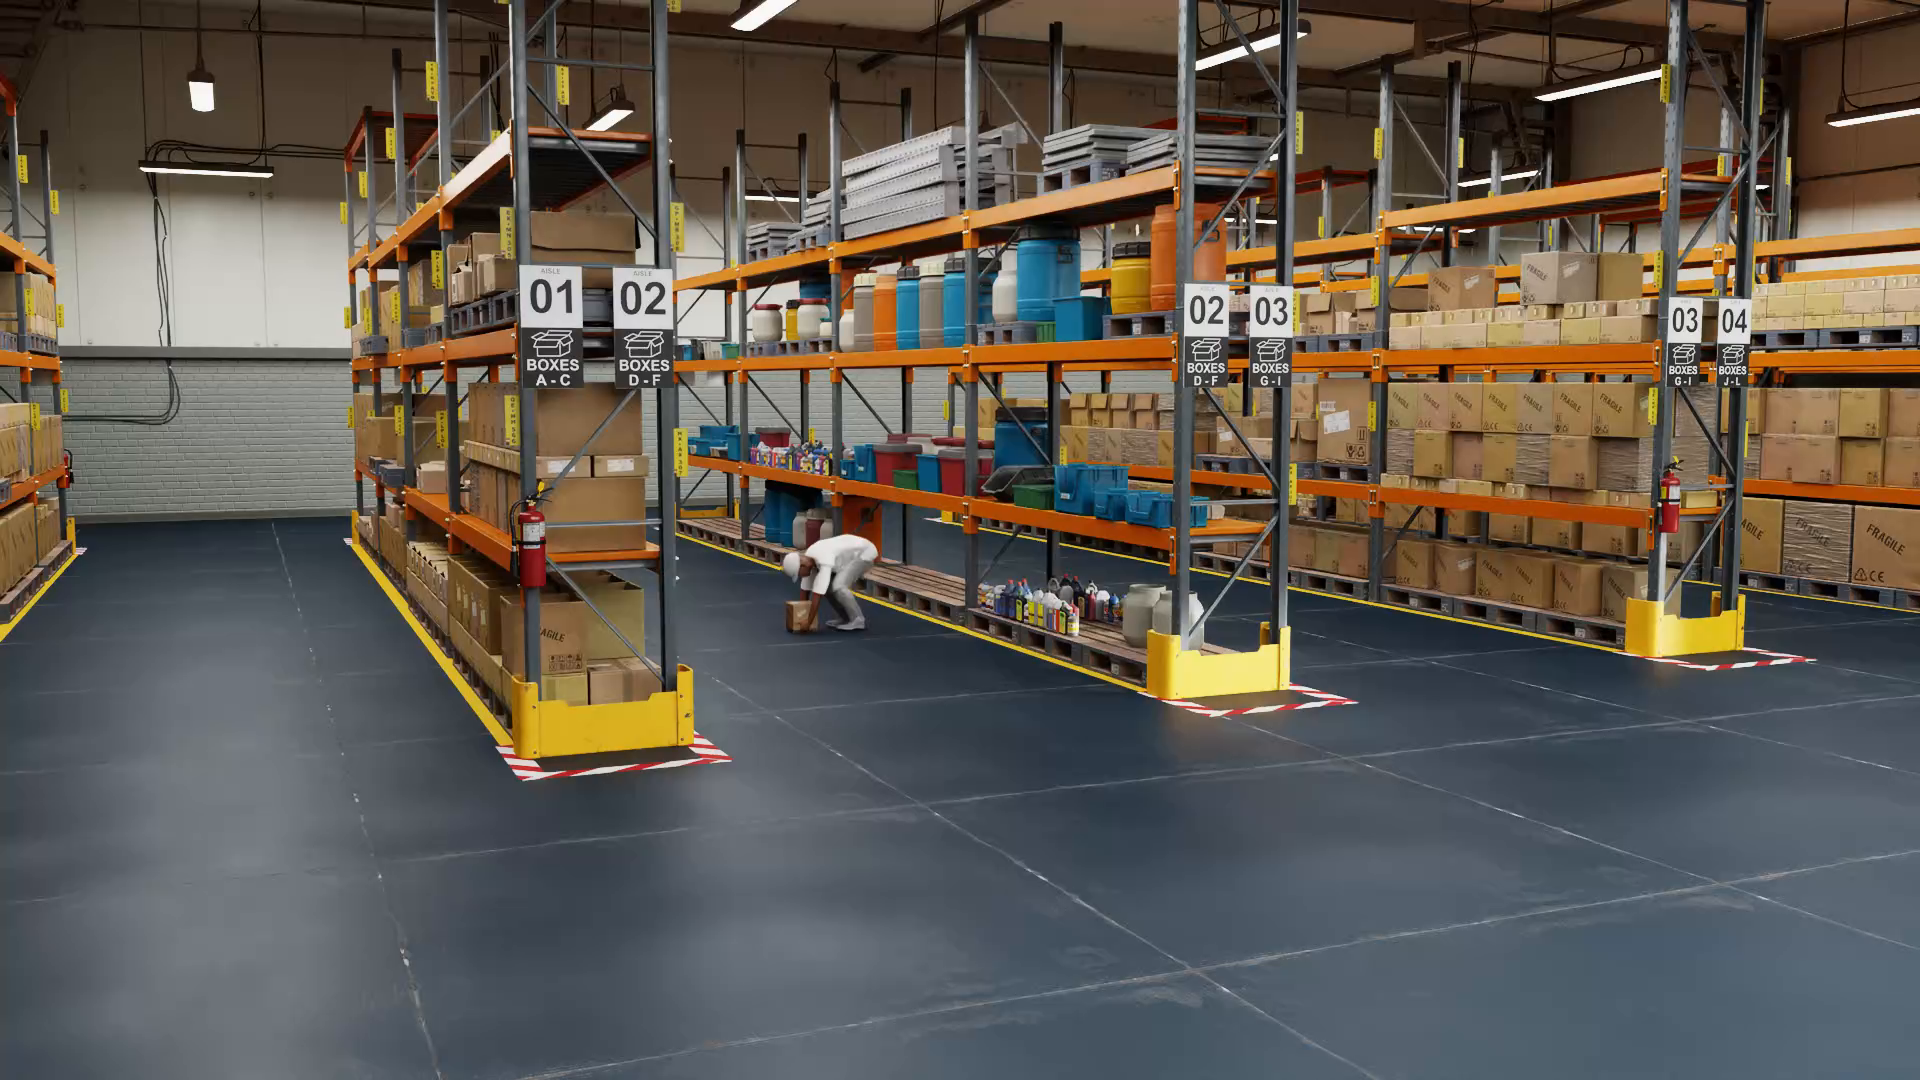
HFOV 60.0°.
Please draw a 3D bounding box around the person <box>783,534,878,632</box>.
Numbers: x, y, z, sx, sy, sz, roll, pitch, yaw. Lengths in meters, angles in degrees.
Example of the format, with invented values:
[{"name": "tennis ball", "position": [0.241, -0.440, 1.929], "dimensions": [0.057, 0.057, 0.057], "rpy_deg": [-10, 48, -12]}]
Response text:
[{"name": "person", "position": [-1.294, 0.424, 16.529], "dimensions": [0.974, 0.939, 0.507], "rpy_deg": [-3, 6, -26]}]
